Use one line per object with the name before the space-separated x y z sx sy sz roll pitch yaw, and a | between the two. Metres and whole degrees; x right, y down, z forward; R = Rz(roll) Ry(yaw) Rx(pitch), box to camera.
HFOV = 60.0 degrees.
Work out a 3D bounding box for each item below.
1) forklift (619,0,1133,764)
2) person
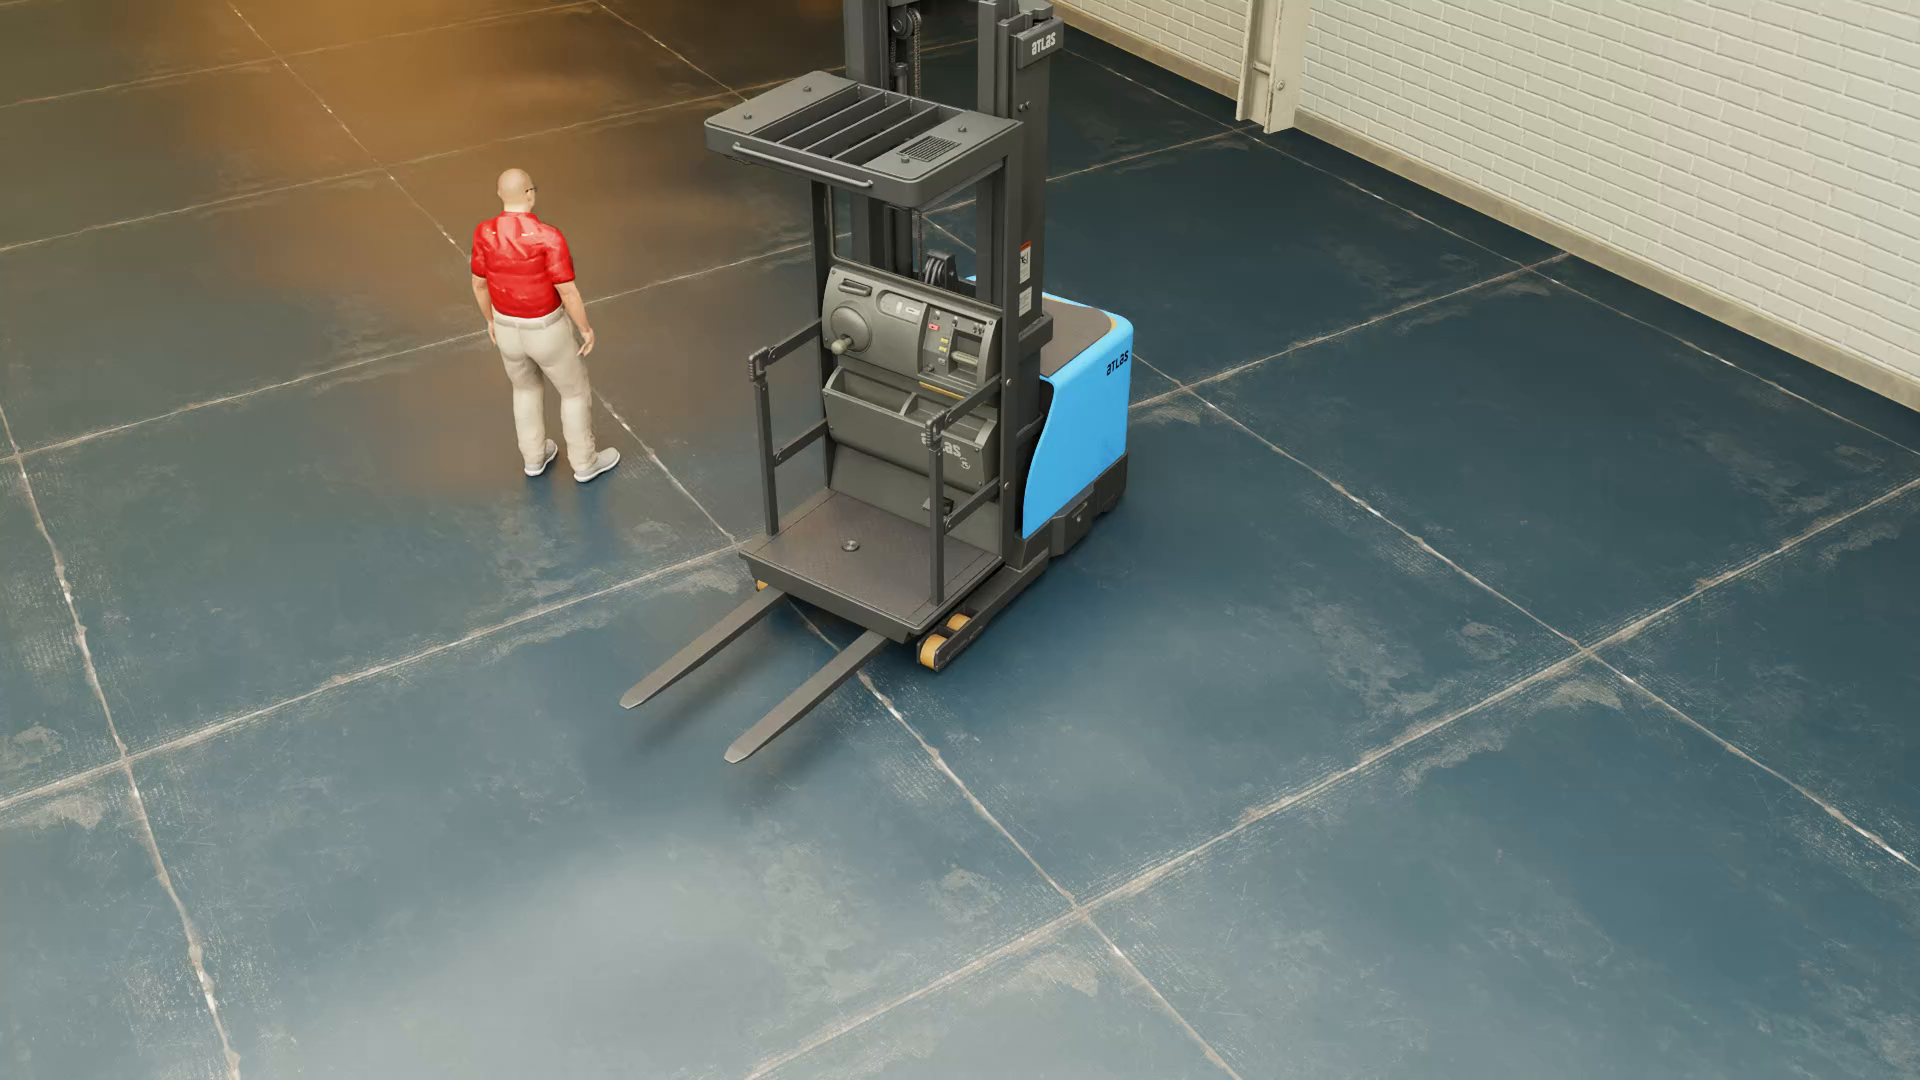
forklift | -0.359 -0.903 7.433 1.130 2.935 3.031 22 41 28
person | -2.230 -1.113 8.777 0.603 1.727 0.389 8 36 12
